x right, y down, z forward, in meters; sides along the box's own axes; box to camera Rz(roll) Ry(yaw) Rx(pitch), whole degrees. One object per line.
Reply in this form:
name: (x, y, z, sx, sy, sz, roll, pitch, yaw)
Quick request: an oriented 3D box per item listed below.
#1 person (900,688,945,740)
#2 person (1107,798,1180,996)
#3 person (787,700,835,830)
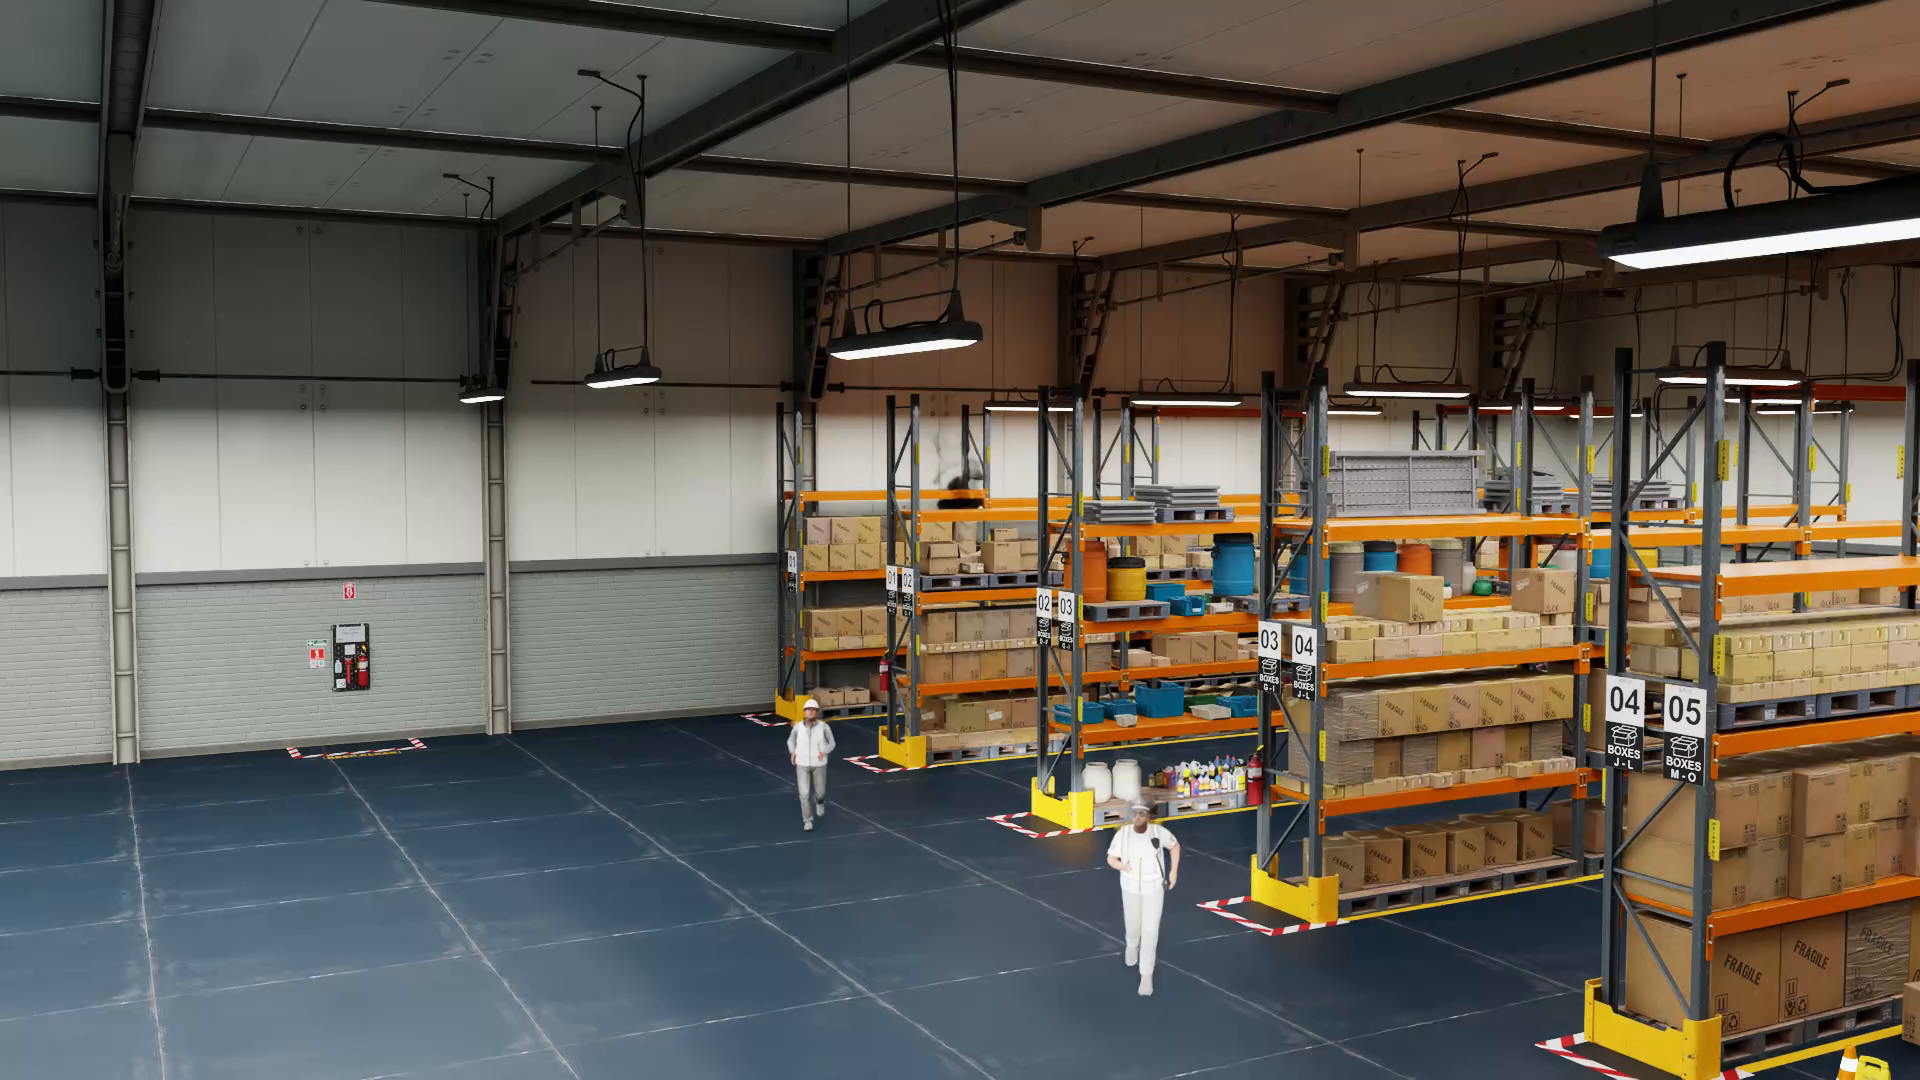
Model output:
person: (-0.674, 2.705, 29.295, 0.855, 1.586, 0.559, -2, 4, -26)
person: (1.771, 3.369, 16.061, 0.671, 1.825, 0.963, 1, 3, 14)
person: (-2.023, 3.025, 22.540, 0.663, 1.728, 0.704, 0, 3, -1)
